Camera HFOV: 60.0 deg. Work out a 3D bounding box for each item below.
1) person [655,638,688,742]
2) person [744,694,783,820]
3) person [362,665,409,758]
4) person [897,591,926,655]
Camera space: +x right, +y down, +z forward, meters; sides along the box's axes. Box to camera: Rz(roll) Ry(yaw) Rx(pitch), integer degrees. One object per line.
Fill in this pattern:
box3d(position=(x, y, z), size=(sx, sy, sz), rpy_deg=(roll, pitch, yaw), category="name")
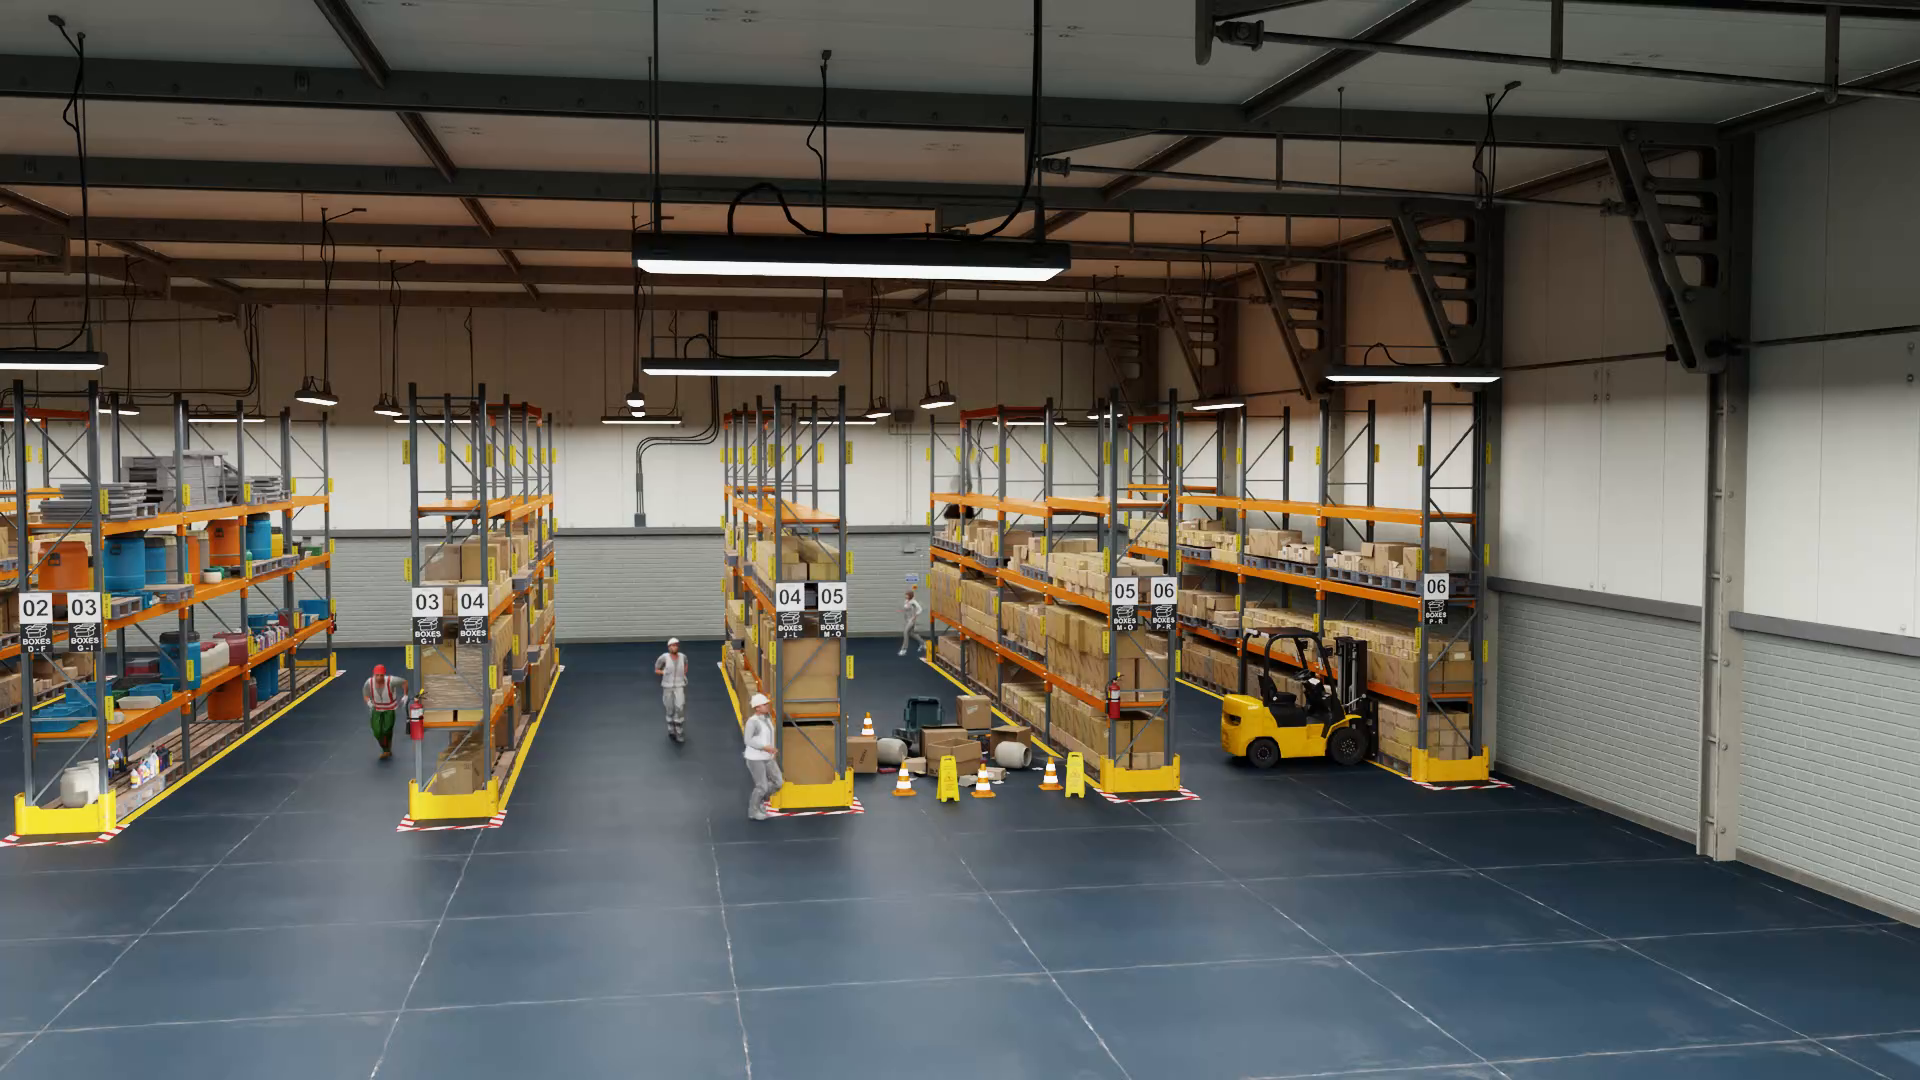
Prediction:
box3d(position=(-5.067, 2.639, 29.271), size=(0.615, 1.849, 0.771), rpy_deg=(-1, 3, -17), category="person")
box3d(position=(-2.689, 2.973, 22.756), size=(0.557, 1.735, 0.669), rpy_deg=(1, 3, 24), category="person")
box3d(position=(-9.426, 2.819, 27.294), size=(0.696, 1.602, 0.831), rpy_deg=(0, 3, -9), category="person")
box3d(position=(-1.225, 2.077, 41.936), size=(0.816, 1.619, 0.523), rpy_deg=(-1, 3, -25), category="person")
